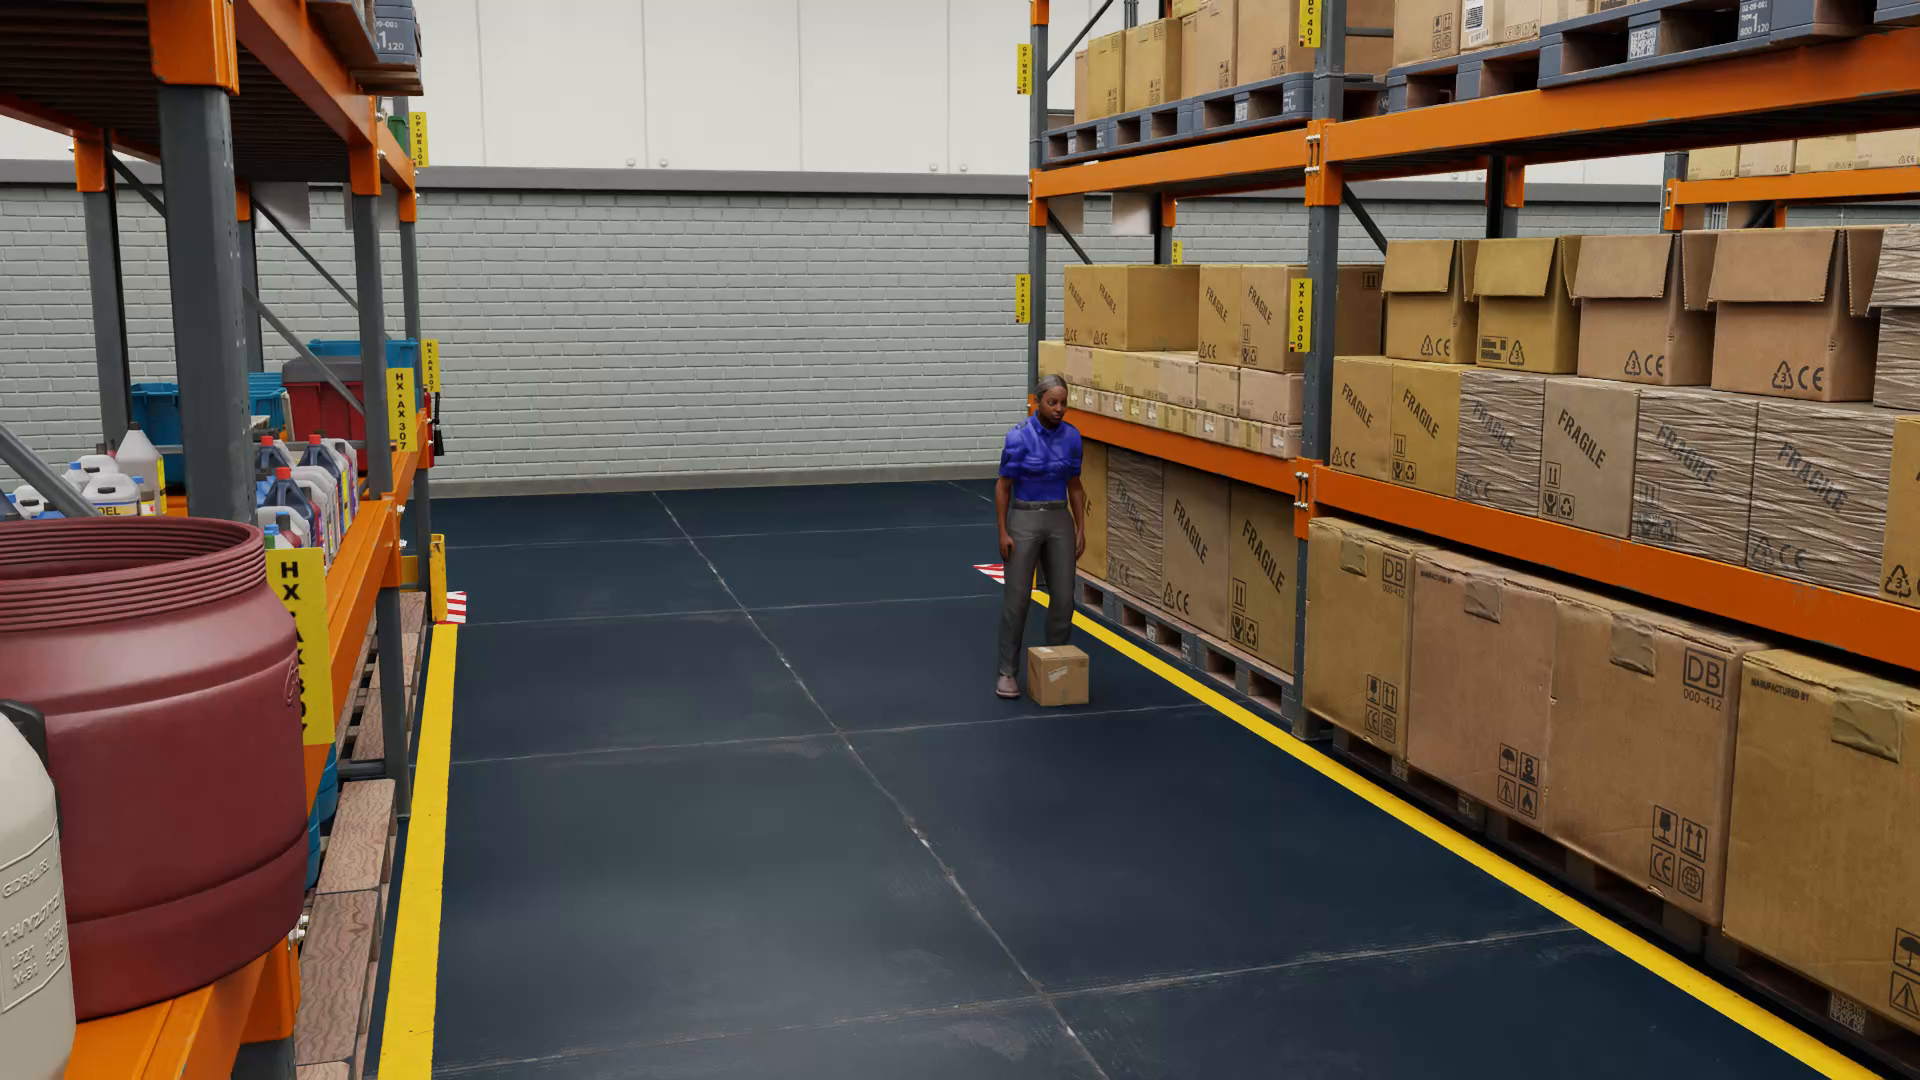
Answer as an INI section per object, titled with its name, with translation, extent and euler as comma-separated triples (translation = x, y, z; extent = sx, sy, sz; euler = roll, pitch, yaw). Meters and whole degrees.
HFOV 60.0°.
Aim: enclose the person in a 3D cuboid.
[person]
translation = 0.412, -0.034, 8.607
extent = 0.523, 1.653, 0.348
euler = -3, 10, -19
